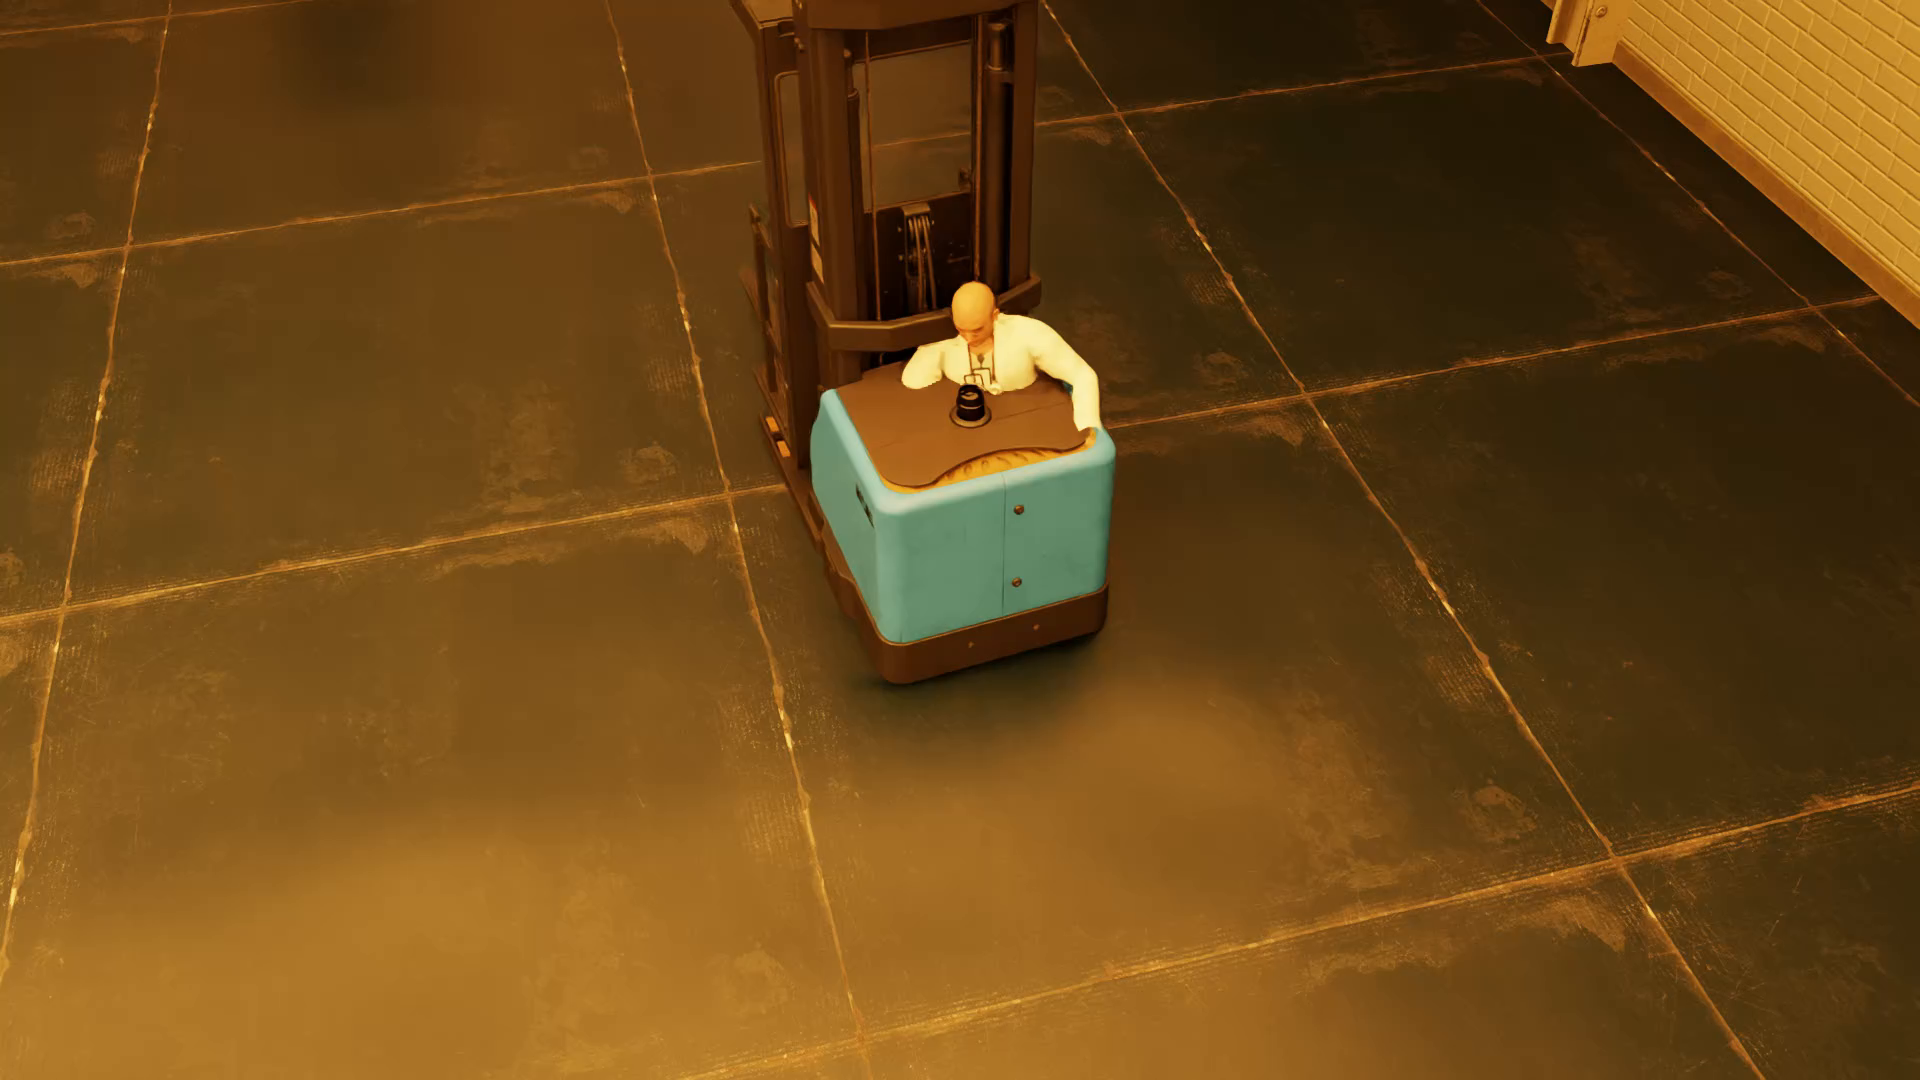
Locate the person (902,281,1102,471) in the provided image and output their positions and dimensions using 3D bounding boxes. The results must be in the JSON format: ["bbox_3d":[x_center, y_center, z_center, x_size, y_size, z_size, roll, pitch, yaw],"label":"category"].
[{"bbox_3d":[0.115,-0.316,6.973,0.980,1.563,0.786,6,44,7],"label":"person"}]

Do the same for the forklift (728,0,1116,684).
[{"bbox_3d":[-0.350,-1.482,7.214,1.130,2.935,3.031,-14,45,-15],"label":"forklift"}]
